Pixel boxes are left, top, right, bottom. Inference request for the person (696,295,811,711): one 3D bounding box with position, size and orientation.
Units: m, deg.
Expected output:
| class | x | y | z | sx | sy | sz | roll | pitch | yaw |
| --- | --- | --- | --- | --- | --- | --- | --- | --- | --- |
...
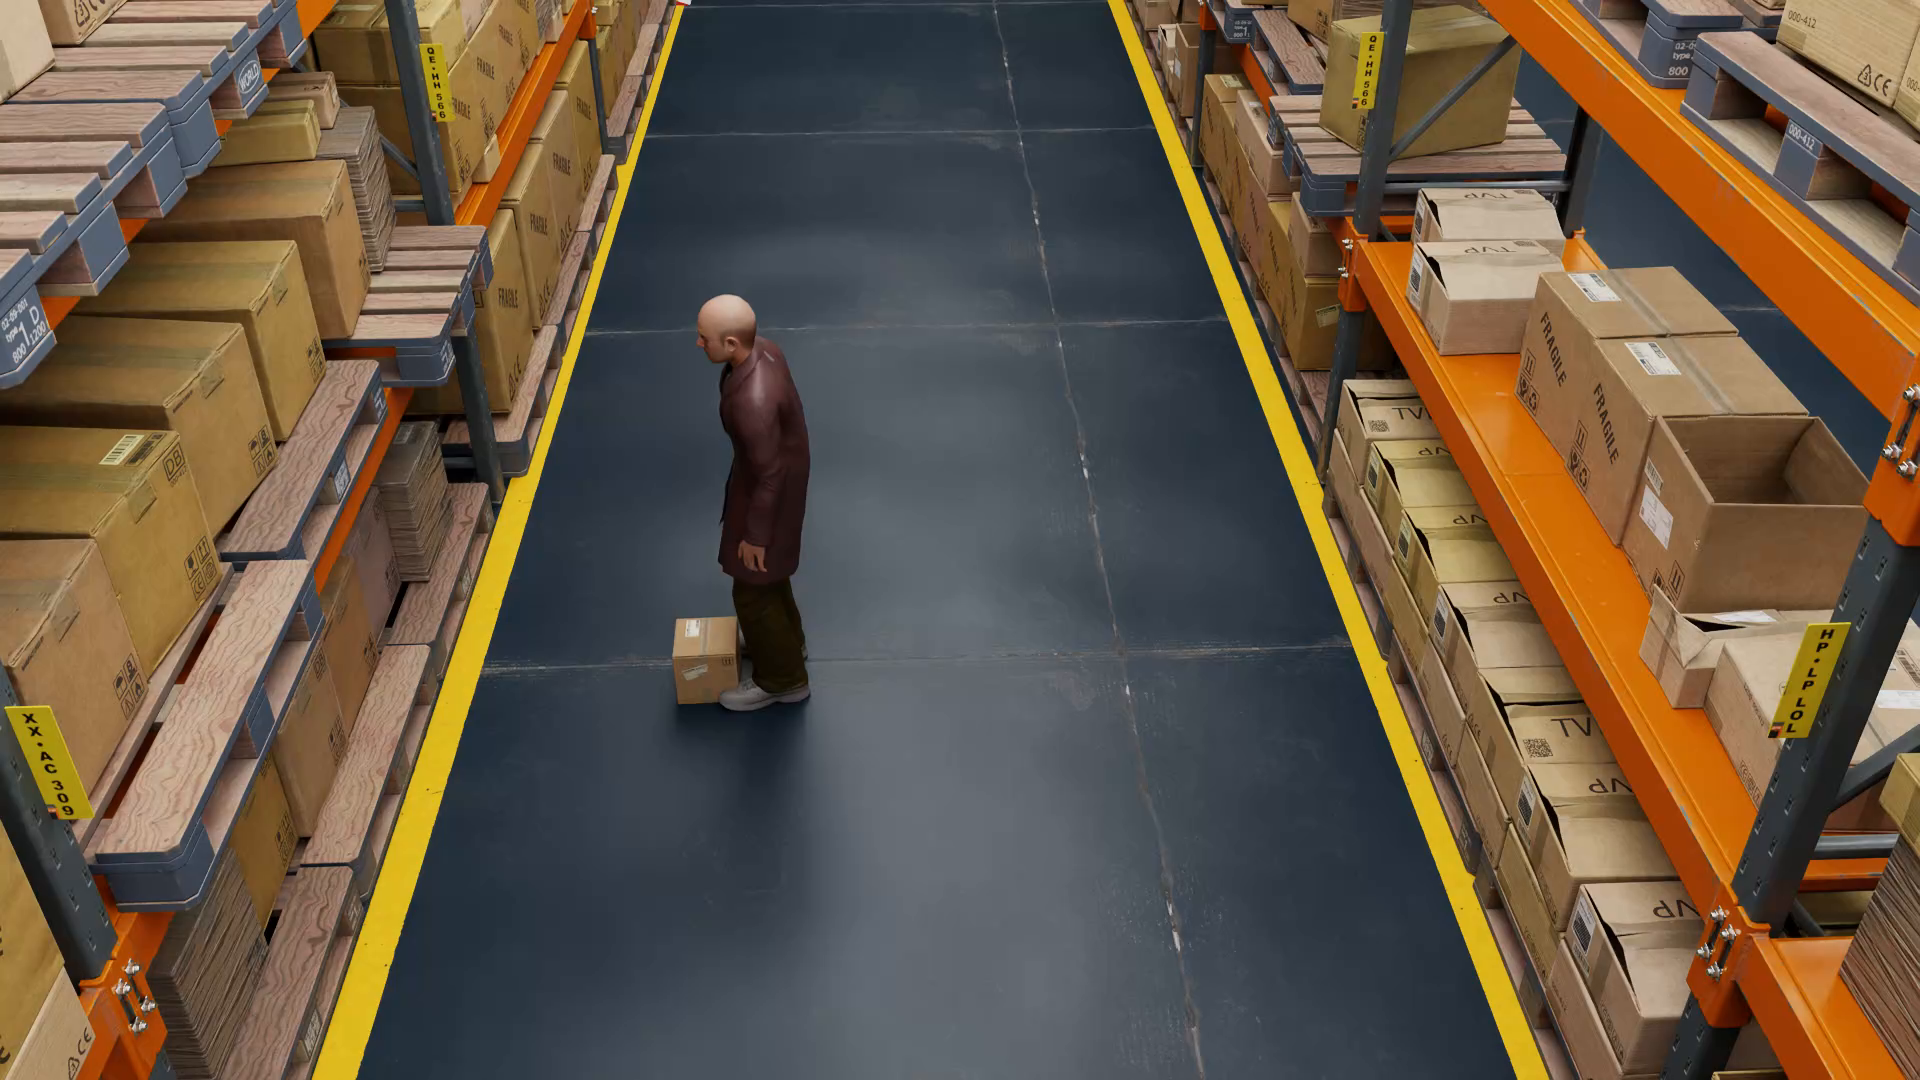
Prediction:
| class | x | y | z | sx | sy | sz | roll | pitch | yaw |
| --- | --- | --- | --- | --- | --- | --- | --- | --- | --- |
| person | -0.777 | -0.142 | 6.365 | 0.429 | 1.772 | 0.643 | -3 | 35 | -4 |
